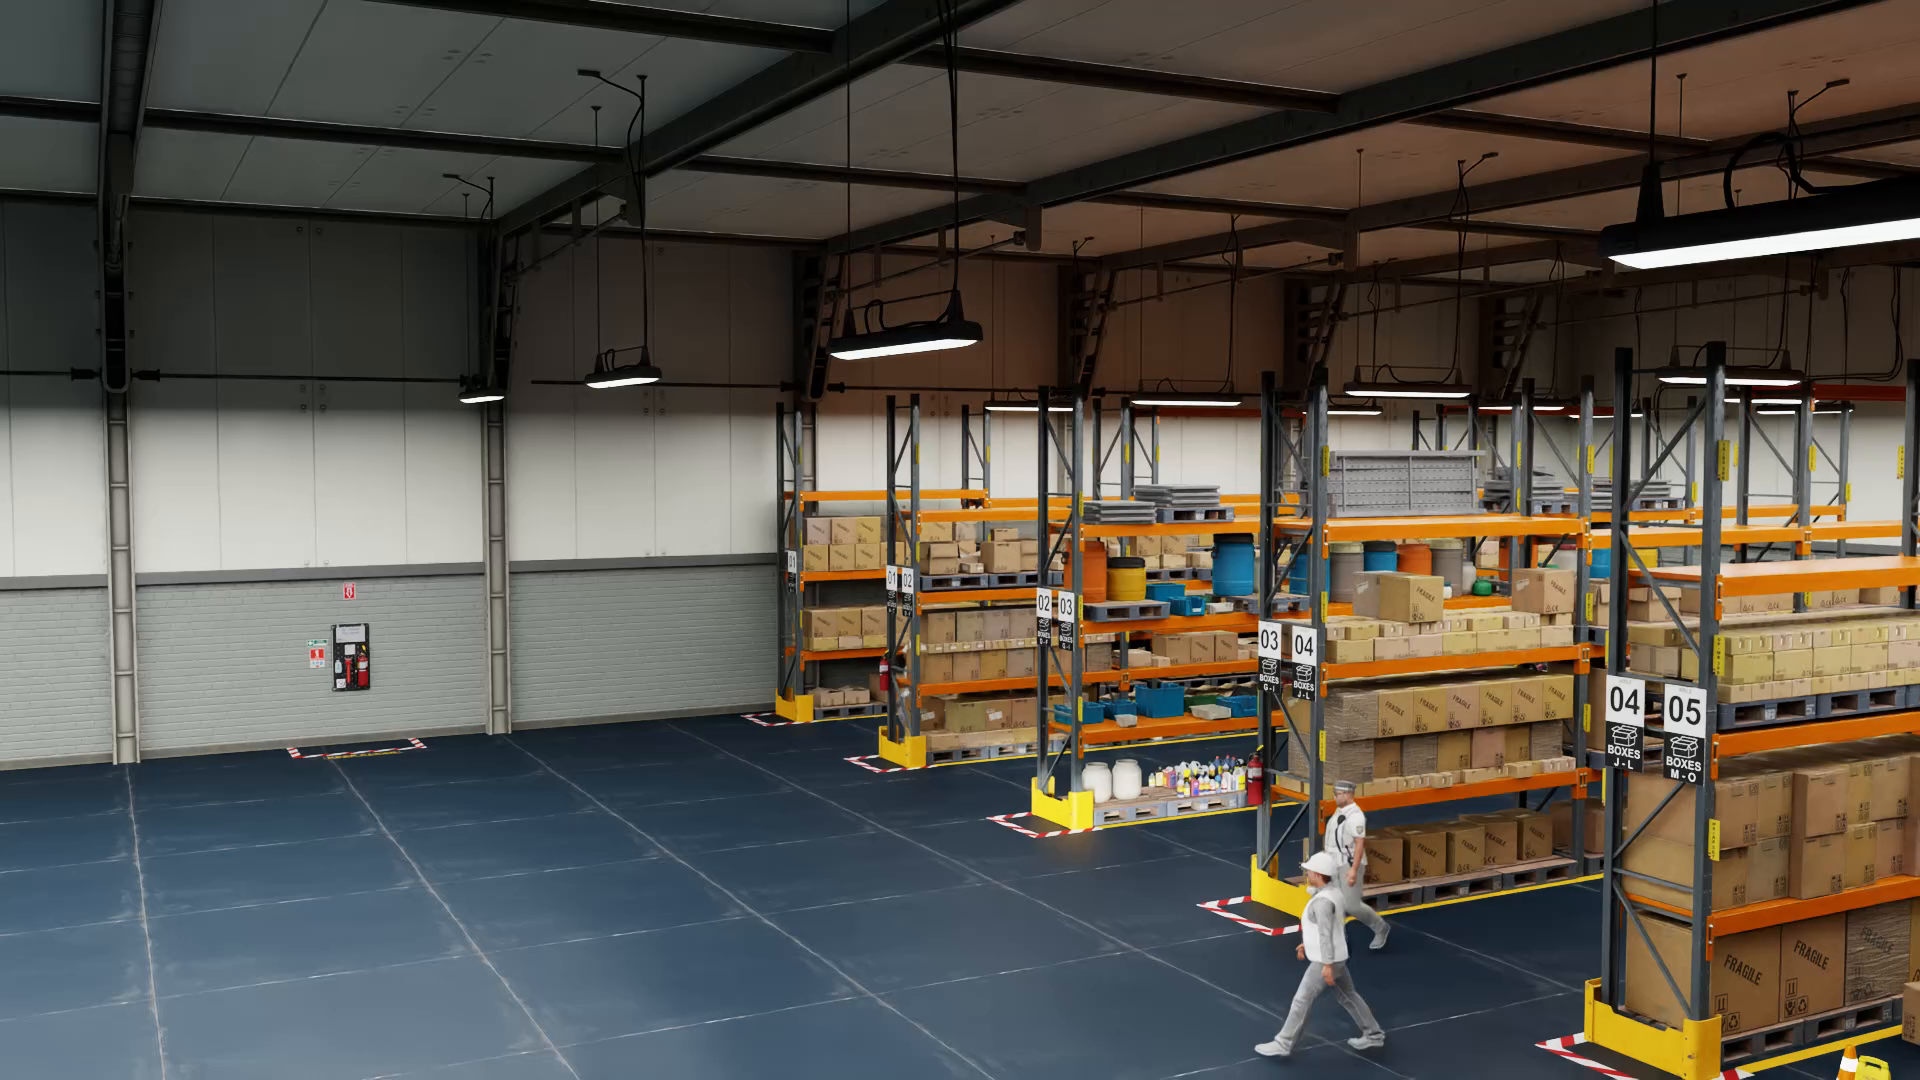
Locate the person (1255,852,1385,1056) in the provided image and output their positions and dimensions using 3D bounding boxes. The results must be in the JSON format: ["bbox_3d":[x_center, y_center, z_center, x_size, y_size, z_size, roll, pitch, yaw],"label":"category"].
[{"bbox_3d":[3.048,3.486,14.039,1.098,1.708,0.613,0,3,8],"label":"person"}]

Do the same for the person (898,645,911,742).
[{"bbox_3d":[-0.747,2.674,29.133,0.798,1.696,0.607,-1,3,-13],"label":"person"}]

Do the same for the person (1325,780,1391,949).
[{"bbox_3d":[4.005,3.328,17.011,0.775,1.732,0.586,-1,3,-12],"label":"person"}]
